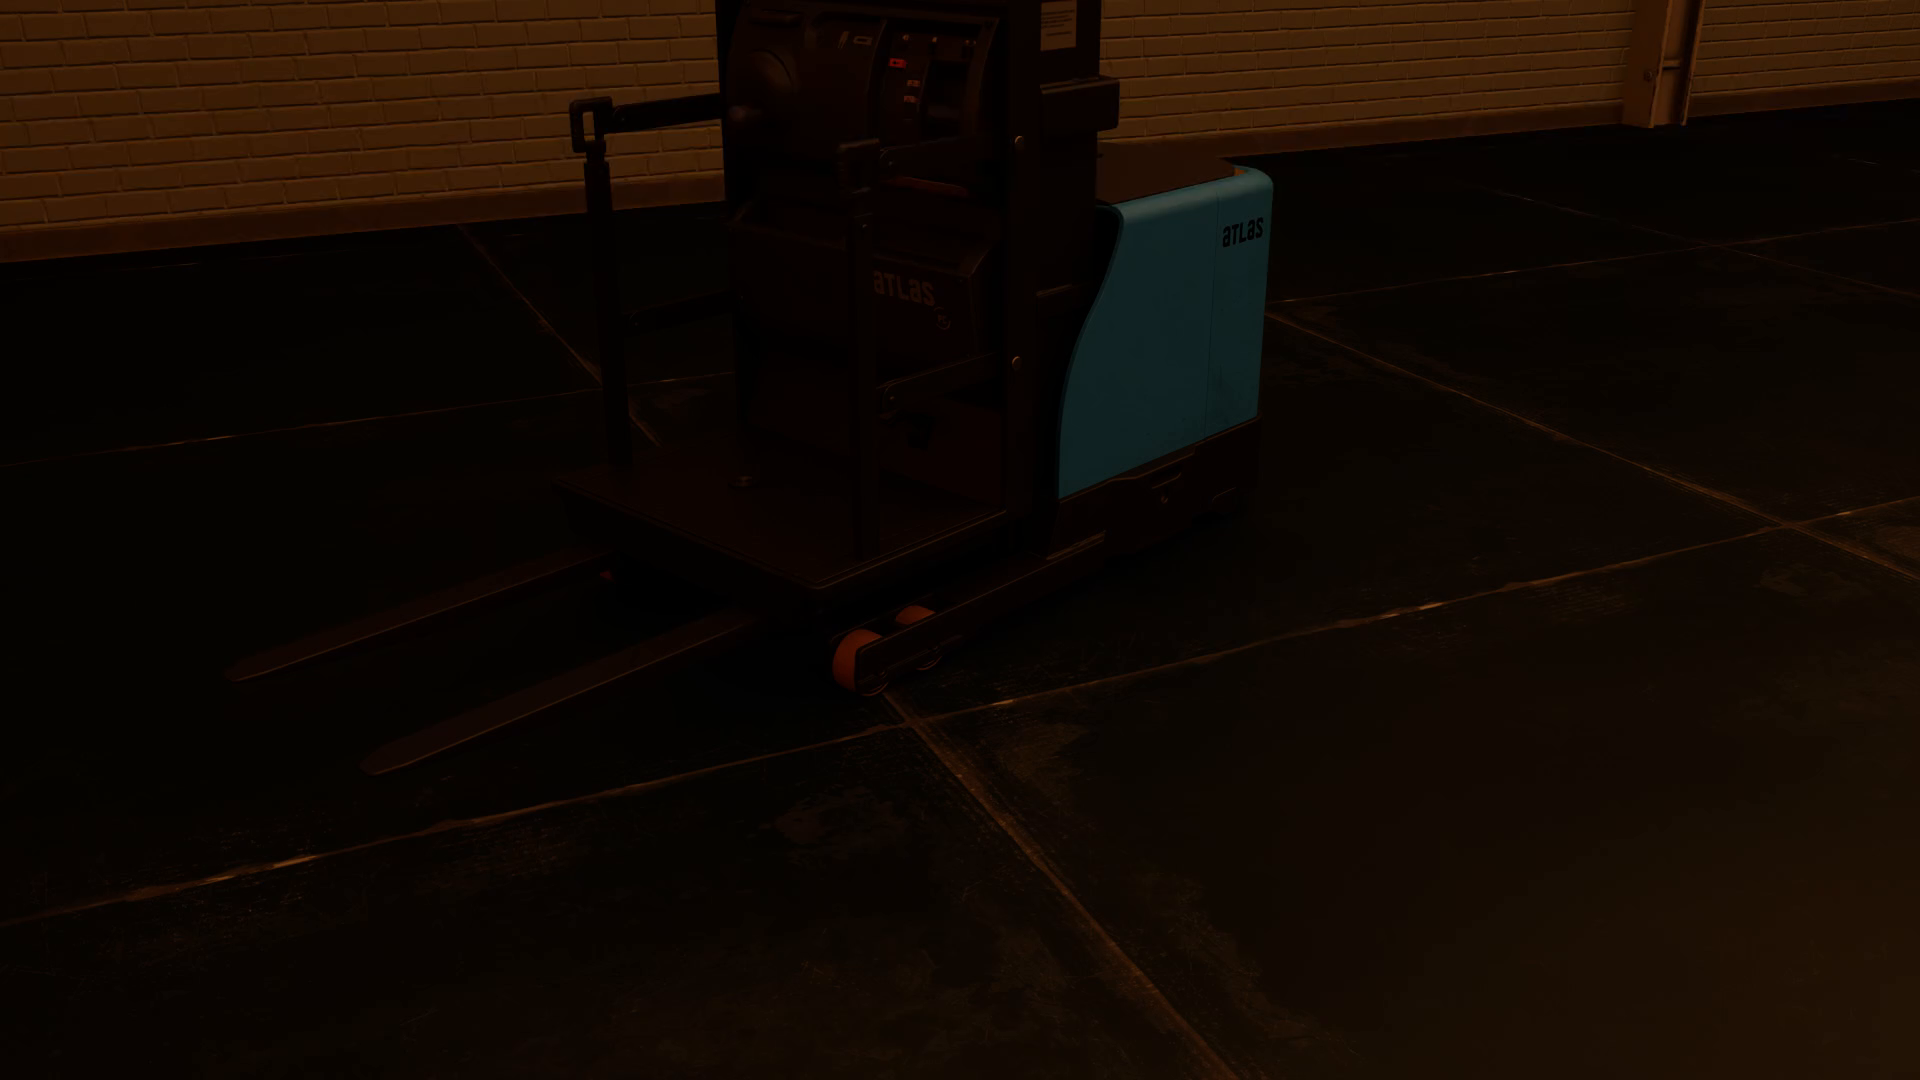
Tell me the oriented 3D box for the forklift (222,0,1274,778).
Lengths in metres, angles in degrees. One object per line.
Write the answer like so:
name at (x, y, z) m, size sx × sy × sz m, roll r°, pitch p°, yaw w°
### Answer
forklift at (-0.413, -1.182, 4.131) m, size 1.130 × 2.935 × 3.031 m, roll 19°, pitch 29°, yaw 39°
